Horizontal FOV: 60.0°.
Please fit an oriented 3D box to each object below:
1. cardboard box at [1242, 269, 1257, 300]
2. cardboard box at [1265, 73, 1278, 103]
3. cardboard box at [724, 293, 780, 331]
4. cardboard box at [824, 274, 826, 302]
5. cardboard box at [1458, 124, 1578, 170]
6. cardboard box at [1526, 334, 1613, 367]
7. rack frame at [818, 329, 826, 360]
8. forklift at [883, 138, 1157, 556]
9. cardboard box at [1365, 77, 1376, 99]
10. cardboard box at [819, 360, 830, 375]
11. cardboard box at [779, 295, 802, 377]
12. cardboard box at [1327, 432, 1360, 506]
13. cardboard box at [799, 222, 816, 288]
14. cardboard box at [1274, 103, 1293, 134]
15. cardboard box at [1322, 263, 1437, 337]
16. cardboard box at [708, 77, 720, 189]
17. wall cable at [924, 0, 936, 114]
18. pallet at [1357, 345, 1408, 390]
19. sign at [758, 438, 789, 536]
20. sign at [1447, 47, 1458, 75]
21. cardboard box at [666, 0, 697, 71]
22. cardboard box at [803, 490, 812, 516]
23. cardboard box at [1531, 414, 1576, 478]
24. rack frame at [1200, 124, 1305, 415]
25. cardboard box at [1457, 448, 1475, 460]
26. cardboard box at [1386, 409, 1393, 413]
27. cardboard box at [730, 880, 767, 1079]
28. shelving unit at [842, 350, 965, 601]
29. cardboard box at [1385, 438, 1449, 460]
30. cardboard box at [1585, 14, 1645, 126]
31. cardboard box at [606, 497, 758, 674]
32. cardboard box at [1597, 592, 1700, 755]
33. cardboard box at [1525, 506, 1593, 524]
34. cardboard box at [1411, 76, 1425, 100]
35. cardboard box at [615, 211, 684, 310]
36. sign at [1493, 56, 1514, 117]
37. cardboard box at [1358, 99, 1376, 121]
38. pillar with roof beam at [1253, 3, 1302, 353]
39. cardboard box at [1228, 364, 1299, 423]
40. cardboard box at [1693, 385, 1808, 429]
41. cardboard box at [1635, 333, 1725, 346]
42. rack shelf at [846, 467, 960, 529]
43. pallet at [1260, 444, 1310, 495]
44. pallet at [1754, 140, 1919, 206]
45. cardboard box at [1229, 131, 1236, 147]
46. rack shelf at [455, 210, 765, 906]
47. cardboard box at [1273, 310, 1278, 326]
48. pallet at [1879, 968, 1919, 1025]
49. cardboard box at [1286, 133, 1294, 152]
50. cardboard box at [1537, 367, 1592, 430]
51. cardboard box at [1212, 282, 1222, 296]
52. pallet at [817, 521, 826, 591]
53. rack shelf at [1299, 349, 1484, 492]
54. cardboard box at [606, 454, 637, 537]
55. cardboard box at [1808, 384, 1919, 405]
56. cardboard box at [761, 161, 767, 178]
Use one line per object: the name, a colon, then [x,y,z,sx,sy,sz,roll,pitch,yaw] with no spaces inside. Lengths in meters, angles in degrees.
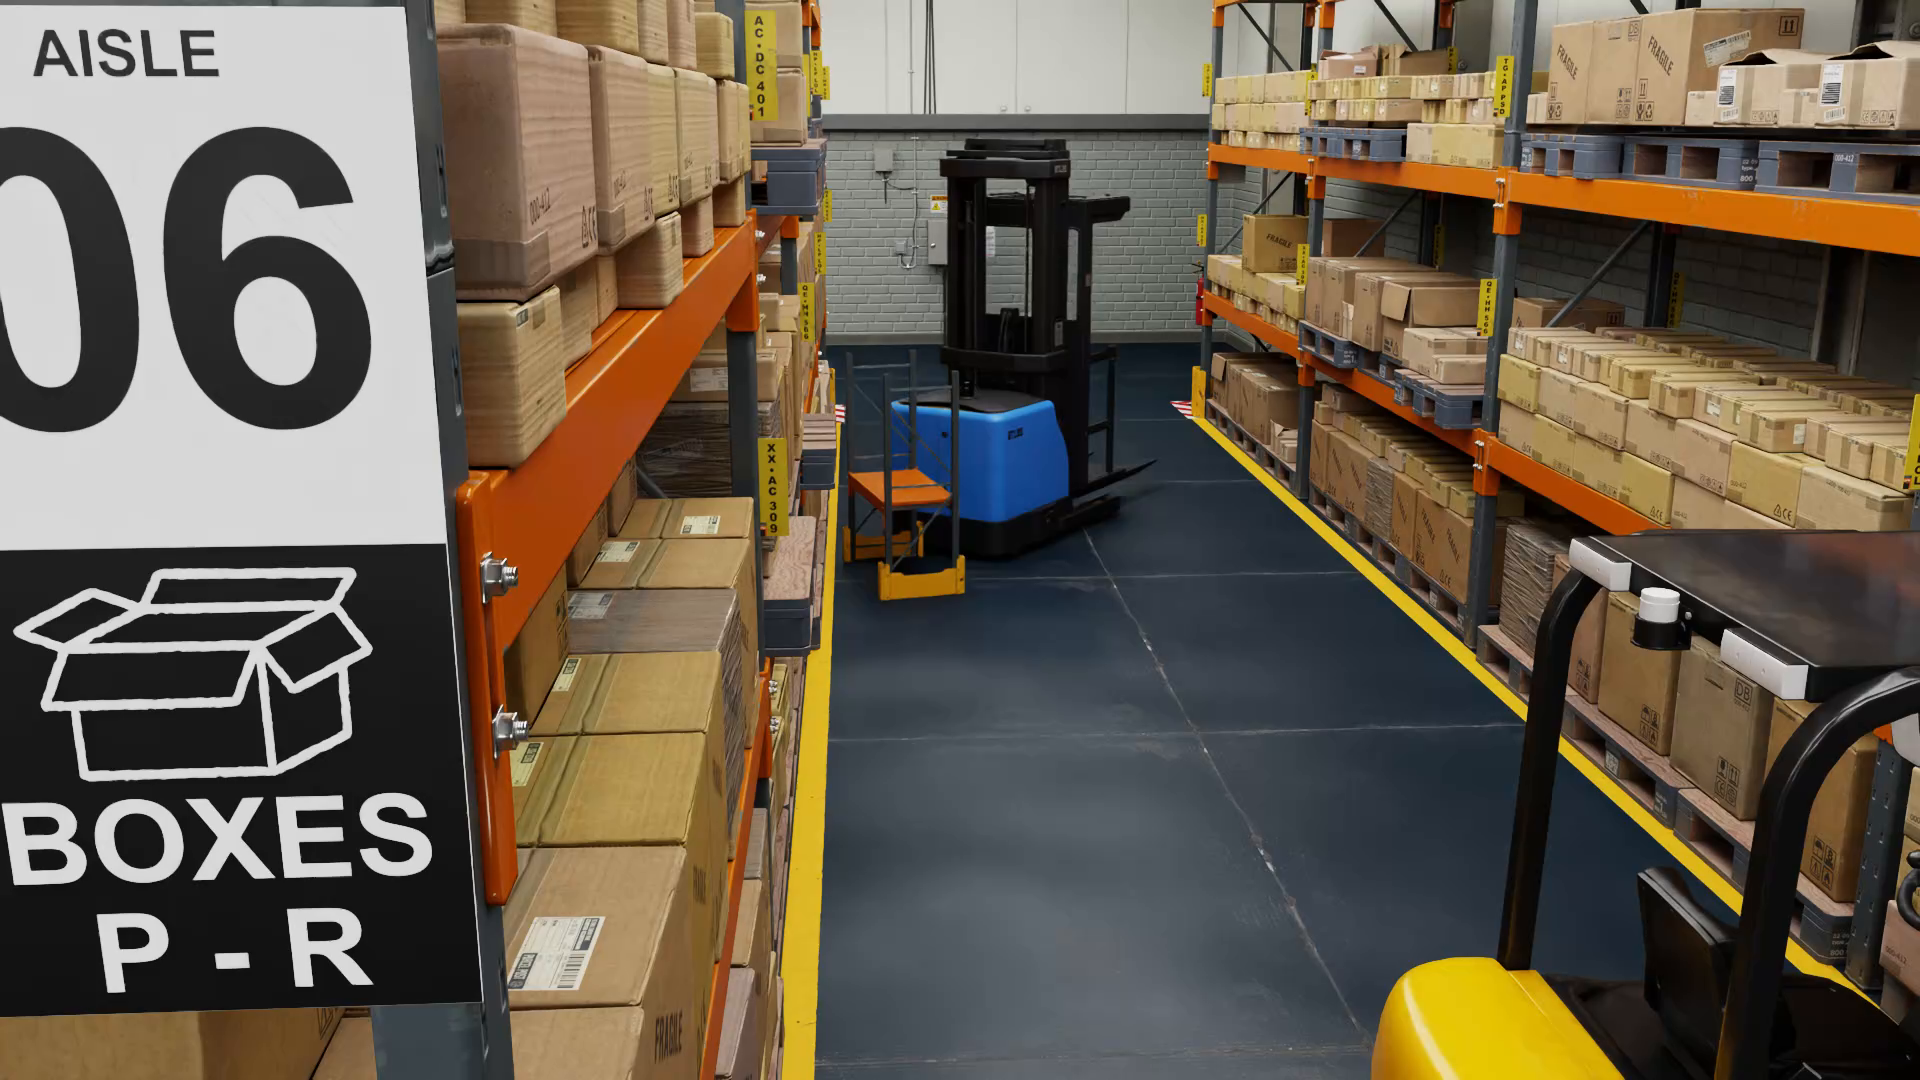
cardboard box: [2.935,-2.380,15.460,0.500,0.250,0.500,-1,14,-5]
cardboard box: [2.970,-3.949,14.536,0.500,0.250,0.500,-1,14,-2]
cardboard box: [-1.018,-1.044,7.622,0.380,0.149,0.250,-2,15,-6]
cardboard box: [-1.603,-2.659,16.639,0.500,0.500,0.500,-1,14,-3]
cardboard box: [3.278,-2.318,9.797,0.500,0.250,0.500,-1,14,-5]
cardboard box: [3.296,-1.026,8.993,0.380,0.149,0.250,-1,14,-2]
rack frame: [-1.897,-2.726,17.102,1.000,3.000,0.127,-1,14,-3]
forklift: [0.623,-1.621,12.943,1.130,2.935,3.031,9,17,30]
cardboard box: [3.034,-3.135,11.536,0.380,0.149,0.250,-1,14,-3]
cardboard box: [-1.756,-1.526,16.737,0.875,0.438,0.875,-1,14,-5]
cardboard box: [-1.096,-1.024,8.844,0.500,0.500,0.500,-1,14,-5]
cardboard box: [3.153,-0.546,12.801,0.500,0.500,0.500,-1,14,-4]
cardboard box: [-1.371,-2.157,12.682,0.500,0.500,0.500,0,14,-2]
cardboard box: [2.982,-3.578,14.098,0.500,0.250,0.500,-1,14,-5]
cardboard box: [3.144,-1.808,12.490,0.700,0.500,0.500,-1,14,-3]
cardboard box: [-0.808,-0.907,3.718,0.500,0.250,0.500,-1,14,-4]
wall cable: [1.003,-7.105,22.004,2.988,3.039,0.133,-1,14,-3]
pallet: [3.427,-1.205,11.574,1.003,0.211,1.213,-1,14,-3]
sign: [-0.612,-0.171,5.435,0.100,0.325,0.005,-1,14,-3]
sign: [3.858,-3.712,13.086,0.100,0.325,0.005,-1,14,-3]
cardboard box: [-0.725,-0.999,3.275,0.380,0.149,0.250,-1,14,-3]
cardboard box: [-1.361,-0.084,10.254,0.875,0.875,0.875,-1,14,-4]
cardboard box: [3.362,-0.502,8.759,0.500,0.250,0.500,-1,14,-5]
rack frame: [3.057,-2.804,17.403,1.000,3.000,0.127,-1,14,-3]
cardboard box: [3.698,-0.576,11.618,0.380,0.149,0.250,-1,14,-3]
cardboard box: [3.615,-1.029,13.377,0.380,0.149,0.250,-1,15,-6]
cardboard box: [-0.816,1.293,4.652,0.500,0.500,0.500,-1,14,-2]
shelving unit: [-0.404,-0.472,11.353,0.587,1.500,1.083,-4,15,-17]
cardboard box: [3.251,-0.632,11.835,0.380,0.149,0.250,-1,14,-3]
cardboard box: [3.485,-2.259,8.023,0.700,0.500,0.500,-1,14,-5]
cardboard box: [-0.878,0.173,5.038,0.500,0.500,0.500,-1,14,-5]
cardboard box: [3.668,0.618,8.028,0.875,0.625,0.625,-1,15,-6]
cardboard box: [3.806,0.084,10.354,0.500,0.500,0.500,0,14,-1]
cardboard box: [3.155,-2.935,10.797,0.380,0.149,0.250,-1,14,-3]
cardboard box: [-0.686,-0.487,2.883,0.380,0.149,0.250,-1,14,-3]
sign: [3.011,-2.509,9.202,0.100,0.325,0.005,-1,14,-3]
cardboard box: [2.999,-2.994,11.584,0.380,0.149,0.250,-1,14,-2]
pillar with roof beam: [-0.507,-6.327,19.058,9.100,9.000,0.400,-1,14,-3]
cardboard box: [3.014,-1.430,16.237,0.700,0.500,0.500,0,14,-1]
cardboard box: [3.449,-0.581,7.261,0.380,0.149,0.250,-1,14,-3]
cardboard box: [3.902,-1.035,9.029,0.380,0.149,0.250,-1,14,-2]
rack shelf: [-0.402,-0.296,11.389,0.538,0.185,1.000,-4,15,-17]
pallet: [3.263,-0.629,14.548,1.003,0.211,1.213,-1,14,-3]
pallet: [3.733,-1.398,6.306,0.805,0.209,1.217,-1,15,-6]
cardboard box: [2.799,-3.859,15.991,0.380,0.149,0.250,-1,14,-2]
rack shelf: [-1.030,-0.349,3.285,1.077,0.370,4.000,-1,14,-3]
cardboard box: [2.966,-1.957,14.616,0.380,0.149,0.250,-1,14,-2]
pallet: [3.808,1.730,5.380,1.003,0.211,1.213,-1,14,-3]
cardboard box: [2.968,-3.353,14.021,0.380,0.149,0.250,0,14,-2]
cardboard box: [3.366,-0.745,8.699,0.500,0.250,0.500,0,14,-2]
cardboard box: [2.803,-2.596,17.100,0.380,0.149,0.250,-1,14,-4]
pallet: [-1.448,0.114,11.659,1.003,0.211,1.213,-1,14,-3]
rack shelf: [3.429,-0.963,11.693,1.077,0.370,4.000,-1,14,-3]
cardboard box: [-1.343,-0.306,4.890,0.700,0.500,0.500,-1,14,-4]
cardboard box: [3.966,-0.590,7.299,0.380,0.149,0.250,-1,14,-4]
cardboard box: [-1.149,-1.931,8.495,0.380,0.149,0.250,-1,14,-3]
